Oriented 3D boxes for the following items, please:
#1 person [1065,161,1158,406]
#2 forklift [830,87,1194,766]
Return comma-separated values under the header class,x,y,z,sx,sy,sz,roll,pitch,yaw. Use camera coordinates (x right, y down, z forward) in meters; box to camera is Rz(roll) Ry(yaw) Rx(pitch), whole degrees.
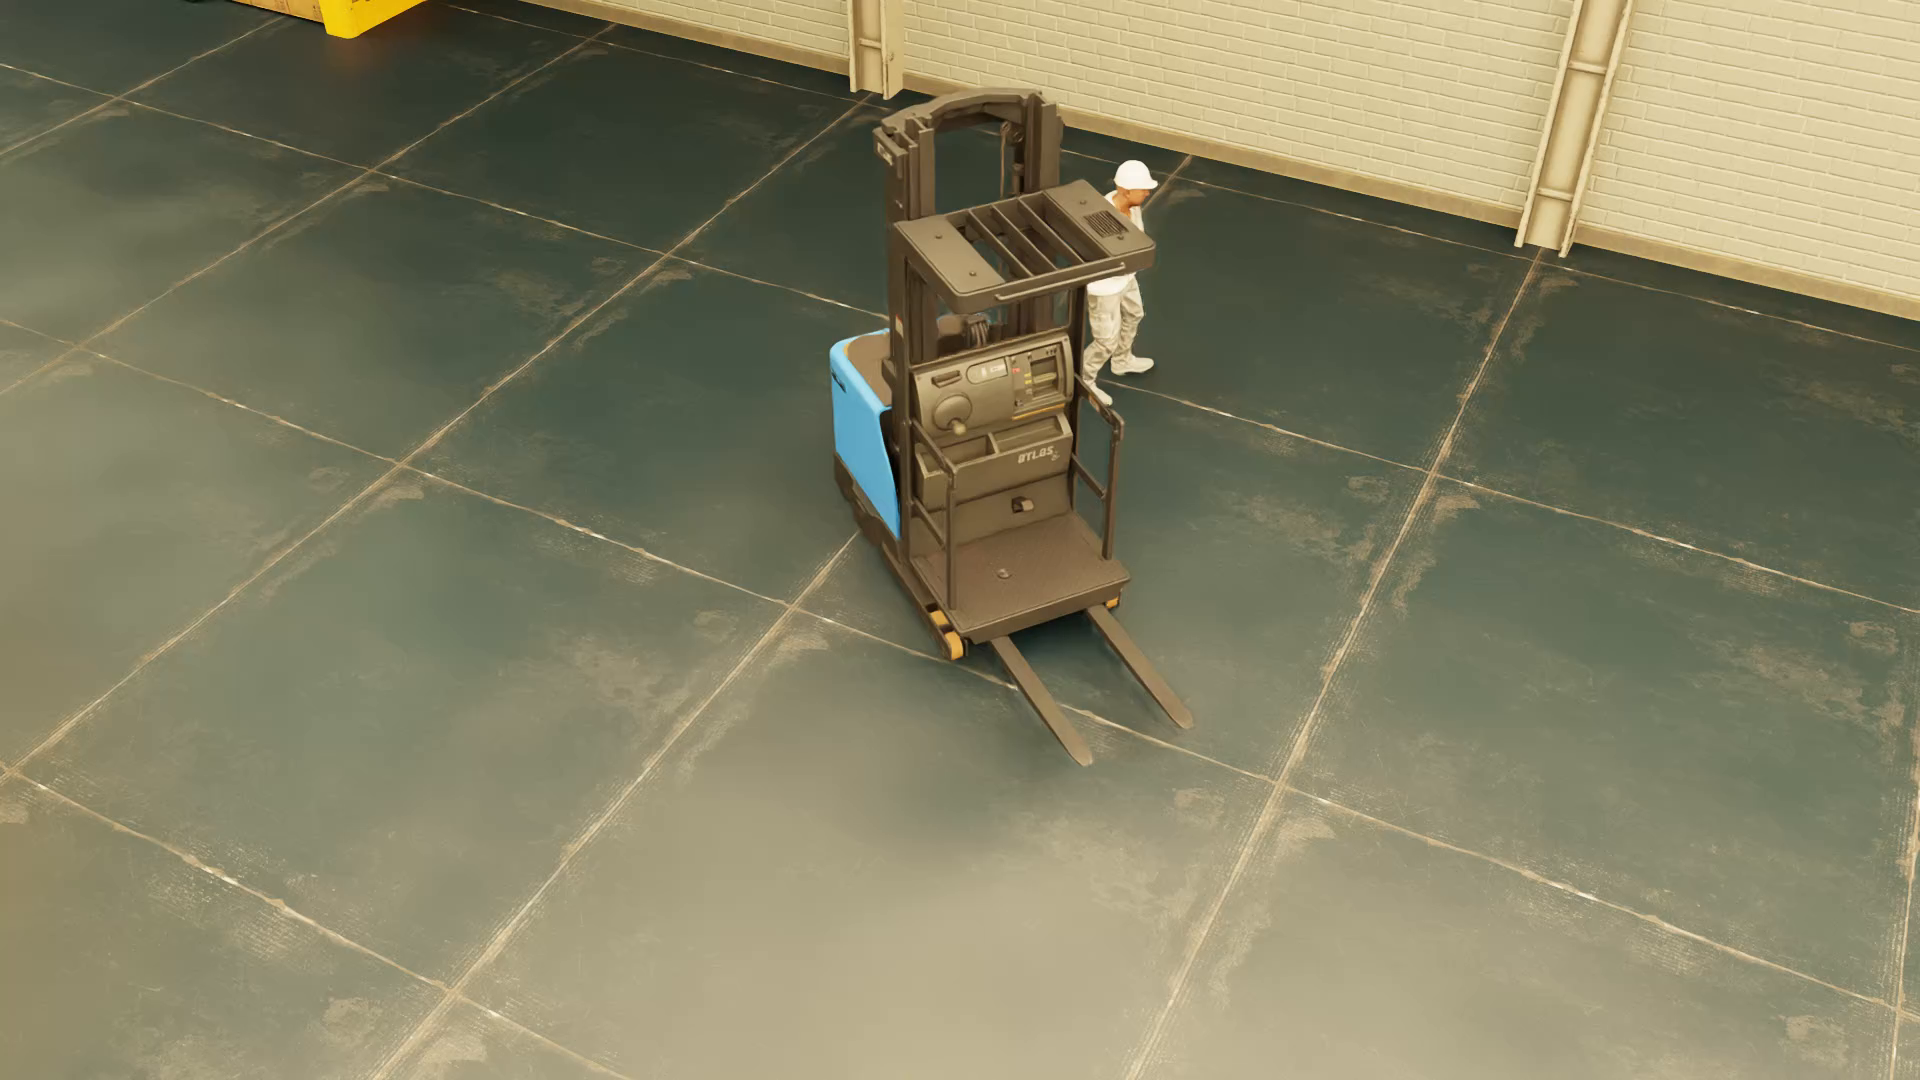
class,x,y,z,sx,sy,sz,roll,pitch,yaw
person,1.020,-1.694,10.921,0.440,1.743,0.871,19,44,21
forklift,0.285,-0.762,8.892,1.130,2.935,3.031,-17,43,-19
